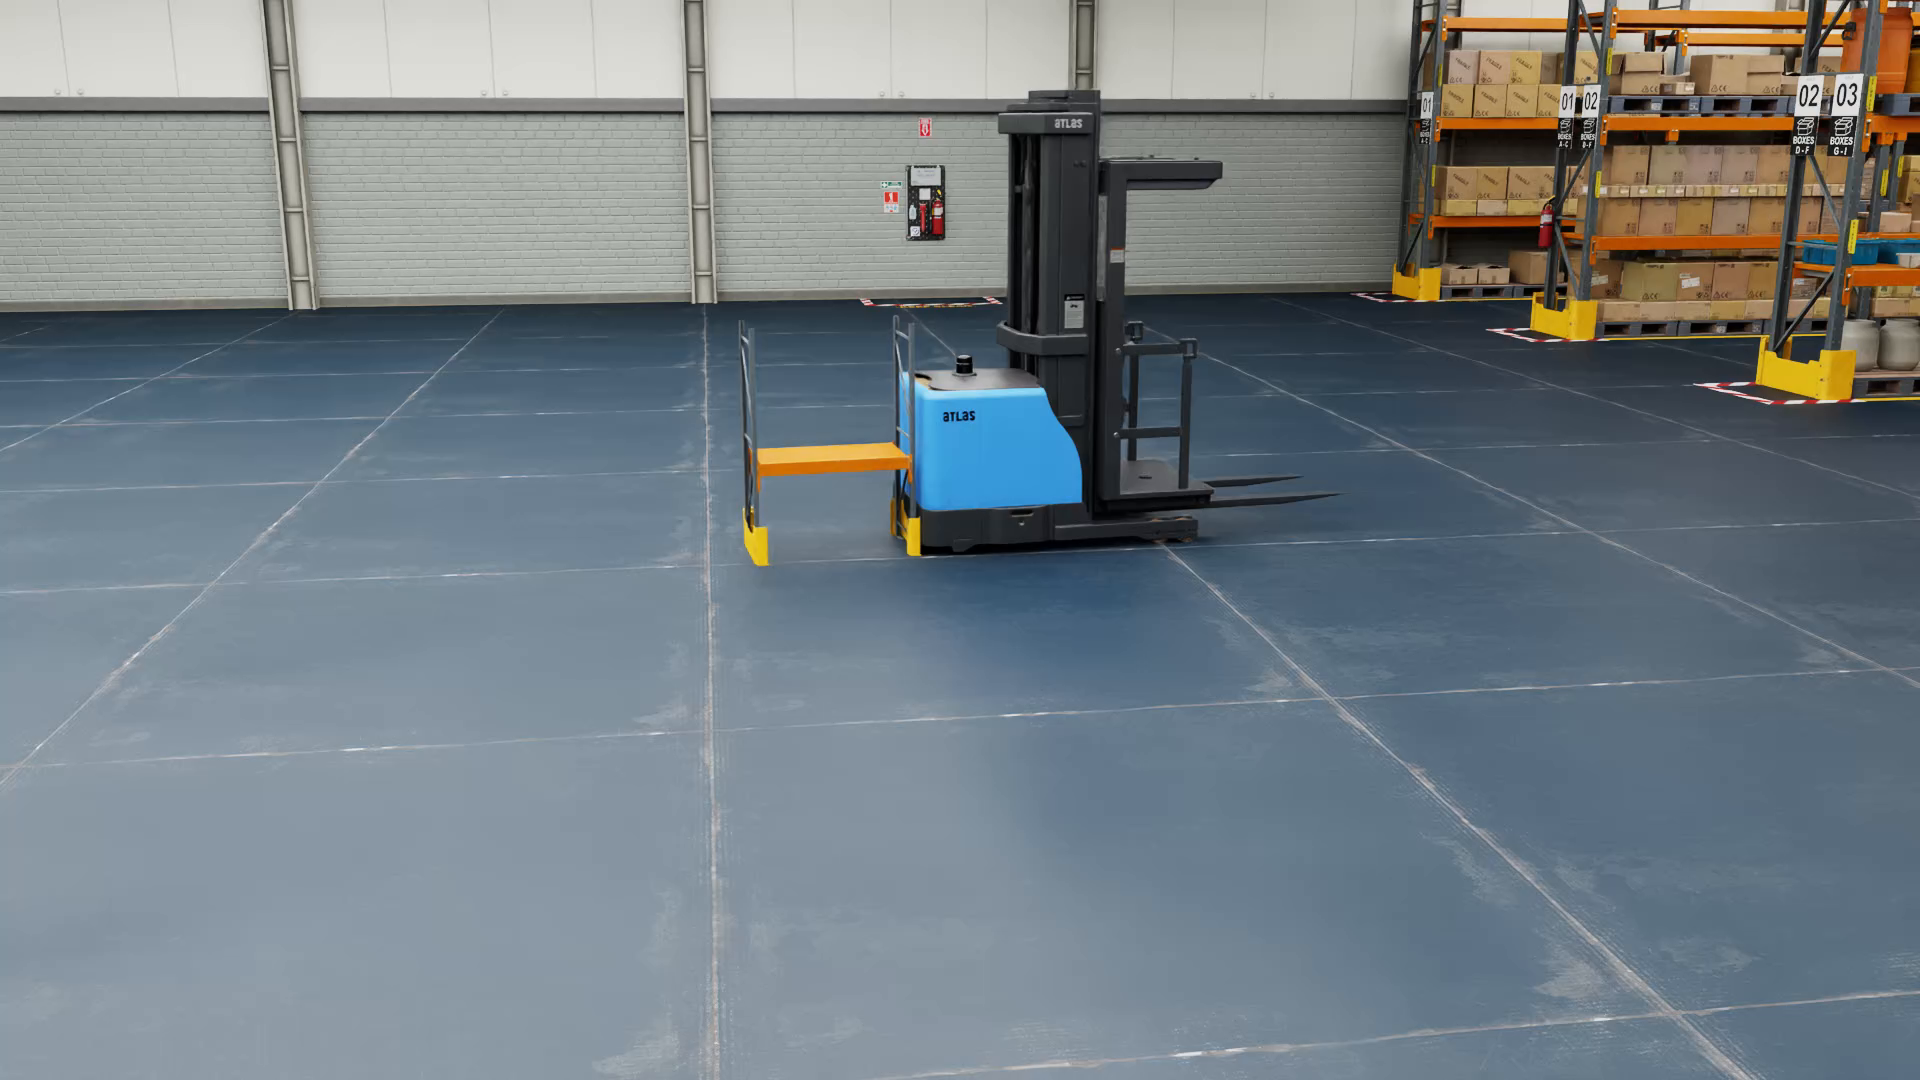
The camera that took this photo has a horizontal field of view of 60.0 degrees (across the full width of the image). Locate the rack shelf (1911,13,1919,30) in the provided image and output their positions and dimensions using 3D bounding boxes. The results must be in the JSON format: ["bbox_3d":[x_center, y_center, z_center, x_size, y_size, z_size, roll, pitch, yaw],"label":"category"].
[{"bbox_3d":[13.969,-6.781,22.063,4.000,0.370,1.077,-2,14,-8],"label":"rack shelf"}]

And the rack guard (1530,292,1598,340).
[{"bbox_3d":[8.012,-2.983,22.090,0.348,0.500,1.175,-2,14,-8],"label":"rack guard"}]

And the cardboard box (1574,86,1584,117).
[{"bbox_3d":[9.743,-6.924,26.251,0.500,0.500,0.500,-3,14,-11],"label":"cardboard box"}]

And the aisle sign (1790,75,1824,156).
[{"bbox_3d":[8.654,-4.335,16.996,0.004,0.787,0.394,-2,14,-8],"label":"aisle sign"}]

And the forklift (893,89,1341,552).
[{"bbox_3d":[1.110,-1.515,11.238,3.031,2.935,1.130,-4,15,-14],"label":"forklift"}]

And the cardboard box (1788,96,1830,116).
[{"bbox_3d":[13.909,-7.168,27.218,0.637,0.503,0.797,0,14,0],"label":"cardboard box"}]

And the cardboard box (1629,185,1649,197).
[{"bbox_3d":[8.716,-4.532,21.589,0.250,0.149,0.380,-2,14,-10],"label":"cardboard box"}]

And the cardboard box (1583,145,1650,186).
[{"bbox_3d":[8.552,-4.890,21.682,0.500,0.500,0.700,-2,14,-8],"label":"cardboard box"}]

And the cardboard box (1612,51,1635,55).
[{"bbox_3d":[10.251,-7.425,26.195,0.500,0.500,0.500,-1,14,-5],"label":"cardboard box"}]

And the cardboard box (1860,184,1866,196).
[{"bbox_3d":[11.754,-4.643,22.032,0.250,0.149,0.380,-2,14,-8],"label":"cardboard box"}]

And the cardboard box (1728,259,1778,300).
[{"bbox_3d":[10.575,-3.472,22.146,0.500,0.500,0.500,-2,14,-8],"label":"cardboard box"}]

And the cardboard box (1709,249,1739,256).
[{"bbox_3d":[12.478,-4.595,27.614,0.500,0.500,0.700,-2,14,-9],"label":"cardboard box"}]

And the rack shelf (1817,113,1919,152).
[{"bbox_3d":[10.748,-4.184,17.050,4.000,0.370,1.077,-2,14,-8],"label":"rack shelf"}]

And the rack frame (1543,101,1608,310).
[{"bbox_3d":[8.036,-4.197,21.789,0.127,3.000,1.000,-2,14,-8],"label":"rack frame"}]

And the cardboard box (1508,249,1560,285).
[{"bbox_3d":[9.288,-4.428,26.945,0.500,0.500,0.700,-3,14,-12],"label":"cardboard box"}]

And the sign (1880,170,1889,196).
[{"bbox_3d":[12.075,-4.667,21.720,0.005,0.325,0.100,-2,14,-8],"label":"sign"}]

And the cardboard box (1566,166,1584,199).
[{"bbox_3d":[9.836,-5.707,26.538,0.500,0.500,0.500,-3,14,-10],"label":"cardboard box"}]

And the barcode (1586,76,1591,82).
[{"bbox_3d":[8.262,-6.060,21.860,0.075,0.075,0.001,-2,14,-8],"label":"barcode"}]

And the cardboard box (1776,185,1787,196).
[{"bbox_3d":[10.748,-4.607,21.886,0.250,0.149,0.380,-2,14,-9],"label":"cardboard box"}]

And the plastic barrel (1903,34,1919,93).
[{"bbox_3d":[9.878,-4.827,16.886,0.600,0.588,0.600,0,14,0],"label":"plastic barrel"}]

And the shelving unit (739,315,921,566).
[{"bbox_3d":[-0.846,-0.662,10.780,1.083,1.500,0.587,-4,15,-14],"label":"shelving unit"}]

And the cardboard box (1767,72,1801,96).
[{"bbox_3d":[10.920,-6.051,22.047,0.500,0.311,0.500,-3,14,-11],"label":"cardboard box"}]

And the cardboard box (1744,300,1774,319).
[{"bbox_3d":[10.577,-3.105,22.225,0.500,0.250,0.500,-2,14,-8],"label":"cardboard box"}]

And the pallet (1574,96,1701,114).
[{"bbox_3d":[8.739,-5.628,21.513,1.213,0.211,1.003,-2,14,-8],"label":"pallet"}]

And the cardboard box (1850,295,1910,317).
[{"bbox_3d":[12.427,-3.167,22.472,0.500,0.250,0.500,-2,14,-10],"label":"cardboard box"}]

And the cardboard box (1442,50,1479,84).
[{"bbox_3d":[7.711,-7.342,25.862,0.500,0.500,0.500,-3,14,-12],"label":"cardboard box"}]

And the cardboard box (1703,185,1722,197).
[{"bbox_3d":[9.729,-4.569,21.737,0.250,0.149,0.380,-2,14,-9],"label":"cardboard box"}]

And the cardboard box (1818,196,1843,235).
[{"bbox_3d":[11.553,-4.373,22.285,0.500,0.500,0.700,-2,14,-10],"label":"cardboard box"}]

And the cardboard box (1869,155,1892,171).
[{"bbox_3d":[15.615,-6.323,27.868,0.500,0.250,0.500,-2,14,-7],"label":"cardboard box"}]

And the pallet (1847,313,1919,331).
[{"bbox_3d":[12.714,-3.025,22.851,1.213,0.211,1.003,-2,14,-8],"label":"pallet"}]

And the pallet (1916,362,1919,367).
[{"bbox_3d":[10.846,-1.738,17.719,1.213,0.211,1.003,-2,14,-8],"label":"pallet"}]

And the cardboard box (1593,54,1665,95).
[{"bbox_3d":[8.605,-5.993,21.423,0.637,0.503,0.797,-1,14,-4],"label":"cardboard box"}]

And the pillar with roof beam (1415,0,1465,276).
[{"bbox_3d":[8.499,-7.496,22.612,0.400,9.000,9.100,-2,14,-8],"label":"pillar with roof beam"}]

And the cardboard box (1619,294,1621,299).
[{"bbox_3d":[9.015,-3.178,22.518,0.500,0.250,0.500,-2,14,-8],"label":"cardboard box"}]

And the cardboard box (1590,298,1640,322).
[{"bbox_3d":[8.599,-3.033,21.937,0.500,0.250,0.500,-2,14,-8],"label":"cardboard box"}]

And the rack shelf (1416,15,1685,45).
[{"bbox_3d":[9.272,-8.020,26.187,4.000,0.370,1.077,-2,14,-8],"label":"rack shelf"}]

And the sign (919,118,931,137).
[{"bbox_3d":[-0.548,-6.472,26.096,0.199,0.298,0.001,-2,14,-8],"label":"sign"}]

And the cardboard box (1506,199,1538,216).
[{"bbox_3d":[8.840,-5.306,26.479,0.500,0.250,0.500,-2,14,-9],"label":"cardboard box"}]

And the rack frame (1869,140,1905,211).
[{"bbox_3d":[15.205,-5.678,27.696,0.127,3.000,1.000,-2,14,-8],"label":"rack frame"}]

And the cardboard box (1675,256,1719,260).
[{"bbox_3d":[10.003,-3.579,22.574,0.500,0.500,0.500,-2,14,-8],"label":"cardboard box"}]

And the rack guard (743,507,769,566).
[{"bbox_3d":[-1.328,-0.026,10.811,0.087,0.250,0.587,-4,15,-14],"label":"rack guard"}]

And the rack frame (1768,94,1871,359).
[{"bbox_3d":[8.770,-3.005,17.038,0.127,3.000,1.000,-2,14,-8],"label":"rack frame"}]

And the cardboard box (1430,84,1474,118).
[{"bbox_3d":[7.662,-6.853,25.969,0.500,0.500,0.500,-2,14,-7],"label":"cardboard box"}]

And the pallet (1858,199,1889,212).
[{"bbox_3d":[14.516,-5.534,27.514,1.003,0.211,1.213,-2,14,-8],"label":"pallet"}]

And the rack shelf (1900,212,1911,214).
[{"bbox_3d":[17.182,-5.402,28.073,4.000,0.370,1.077,-2,14,-8],"label":"rack shelf"}]

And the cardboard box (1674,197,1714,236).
[{"bbox_3d":[9.510,-4.296,21.979,0.500,0.500,0.700,-2,14,-8],"label":"cardboard box"}]

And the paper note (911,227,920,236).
[{"bbox_3d":[-0.710,-4.907,26.431,0.142,0.148,0.016,-2,14,-8],"label":"paper note"}]

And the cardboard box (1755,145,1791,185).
[{"bbox_3d":[10.558,-4.965,21.981,0.500,0.500,0.700,-2,14,-8],"label":"cardboard box"}]

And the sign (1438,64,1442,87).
[{"bbox_3d":[7.375,-7.136,25.549,0.005,0.325,0.100,-2,14,-8],"label":"sign"}]

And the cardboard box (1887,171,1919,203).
[{"bbox_3d":[15.723,-5.837,27.470,0.500,0.500,0.500,-2,14,-7],"label":"cardboard box"}]

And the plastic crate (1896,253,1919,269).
[{"bbox_3d":[9.703,-2.832,16.891,0.250,0.136,0.298,-2,14,-8],"label":"plastic crate"}]

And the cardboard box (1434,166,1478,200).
[{"bbox_3d":[7.811,-5.634,26.245,0.500,0.500,0.500,-2,14,-8],"label":"cardboard box"}]

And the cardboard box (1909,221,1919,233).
[{"bbox_3d":[12.898,-4.203,22.330,0.250,0.149,0.380,-2,14,-8],"label":"cardboard box"}]
